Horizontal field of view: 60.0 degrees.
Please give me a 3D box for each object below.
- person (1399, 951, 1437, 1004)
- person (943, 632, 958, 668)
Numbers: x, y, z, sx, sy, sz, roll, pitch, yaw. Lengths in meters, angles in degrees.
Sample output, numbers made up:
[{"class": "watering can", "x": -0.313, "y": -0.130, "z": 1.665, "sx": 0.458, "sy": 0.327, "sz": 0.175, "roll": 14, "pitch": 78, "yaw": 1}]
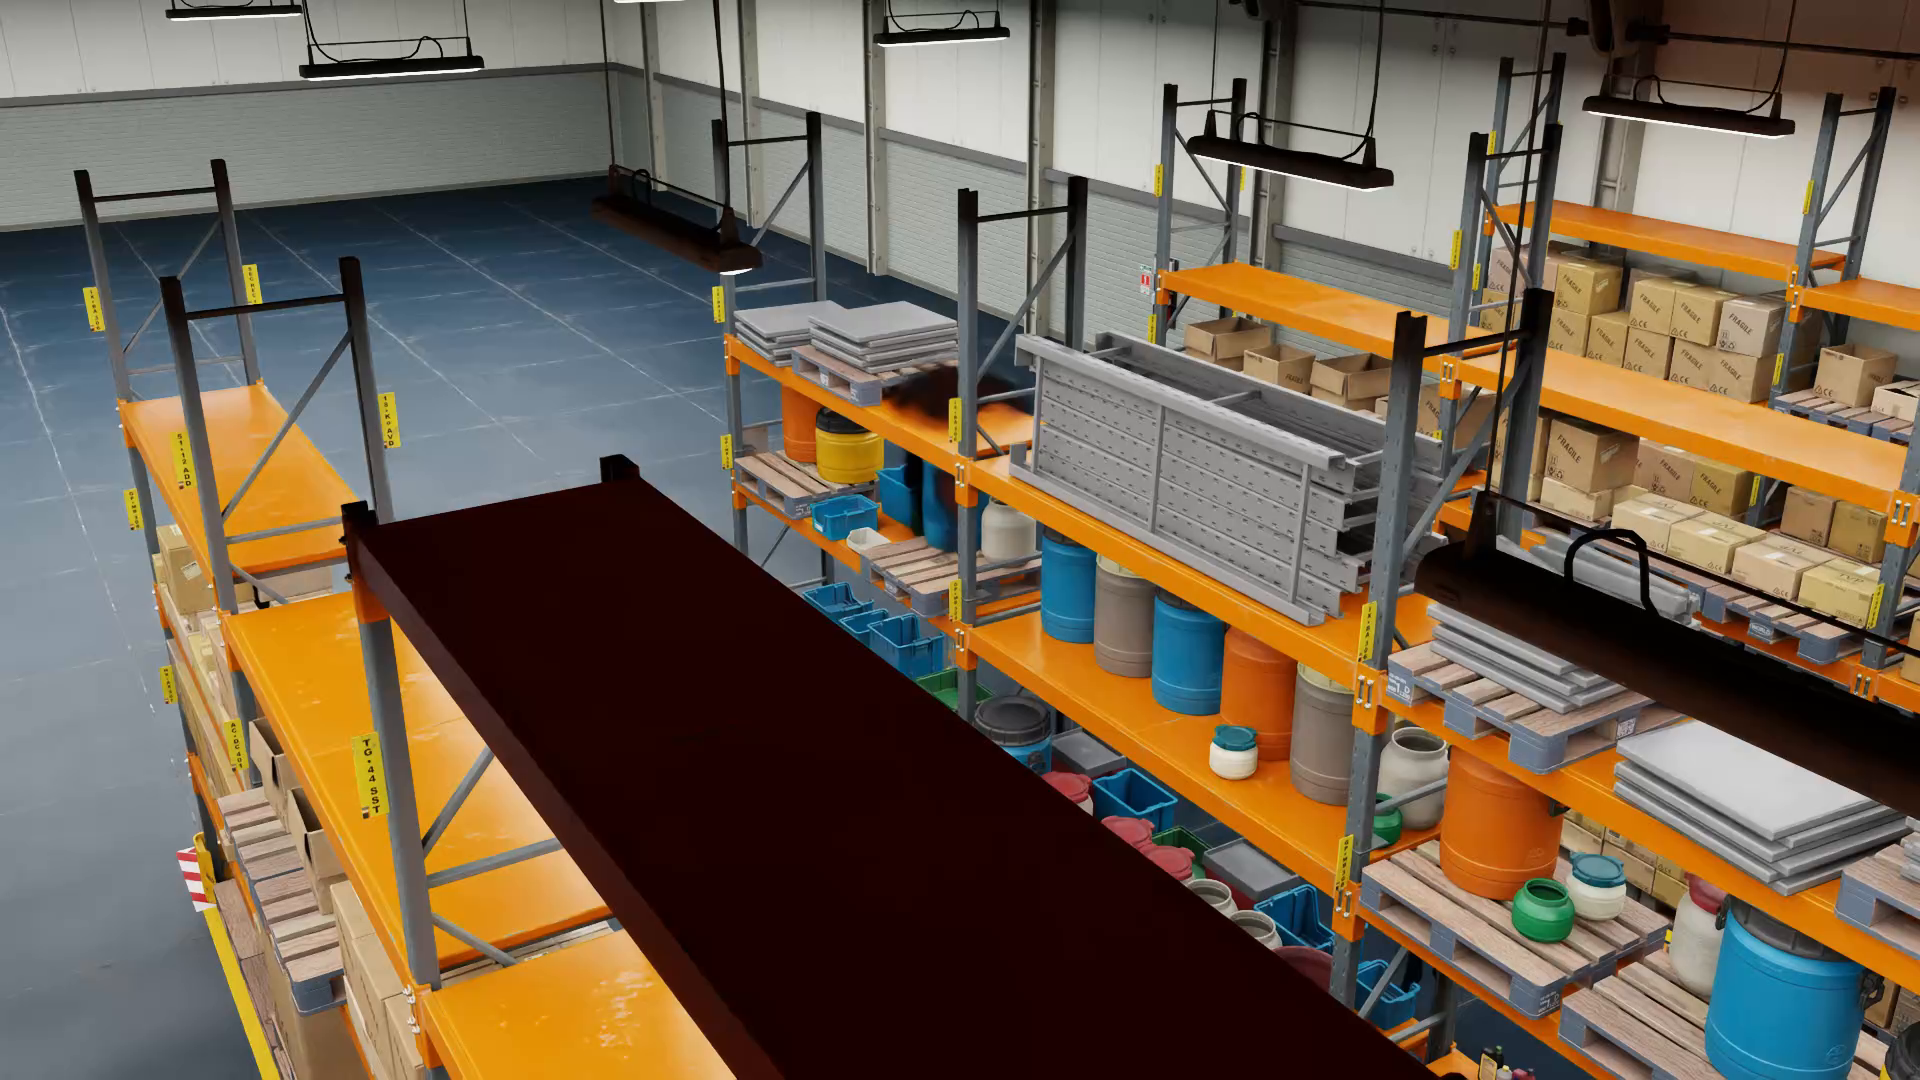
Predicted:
[{"class": "person", "x": 3.425, "y": 2.864, "z": 12.112, "sx": 0.471, "sy": 1.617, "sz": 0.437, "roll": -8, "pitch": 23, "yaw": -19}, {"class": "person", "x": -0.097, "y": 0.690, "z": 17.256, "sx": 0.377, "sy": 1.768, "sz": 0.667, "roll": -10, "pitch": 24, "yaw": -23}]
